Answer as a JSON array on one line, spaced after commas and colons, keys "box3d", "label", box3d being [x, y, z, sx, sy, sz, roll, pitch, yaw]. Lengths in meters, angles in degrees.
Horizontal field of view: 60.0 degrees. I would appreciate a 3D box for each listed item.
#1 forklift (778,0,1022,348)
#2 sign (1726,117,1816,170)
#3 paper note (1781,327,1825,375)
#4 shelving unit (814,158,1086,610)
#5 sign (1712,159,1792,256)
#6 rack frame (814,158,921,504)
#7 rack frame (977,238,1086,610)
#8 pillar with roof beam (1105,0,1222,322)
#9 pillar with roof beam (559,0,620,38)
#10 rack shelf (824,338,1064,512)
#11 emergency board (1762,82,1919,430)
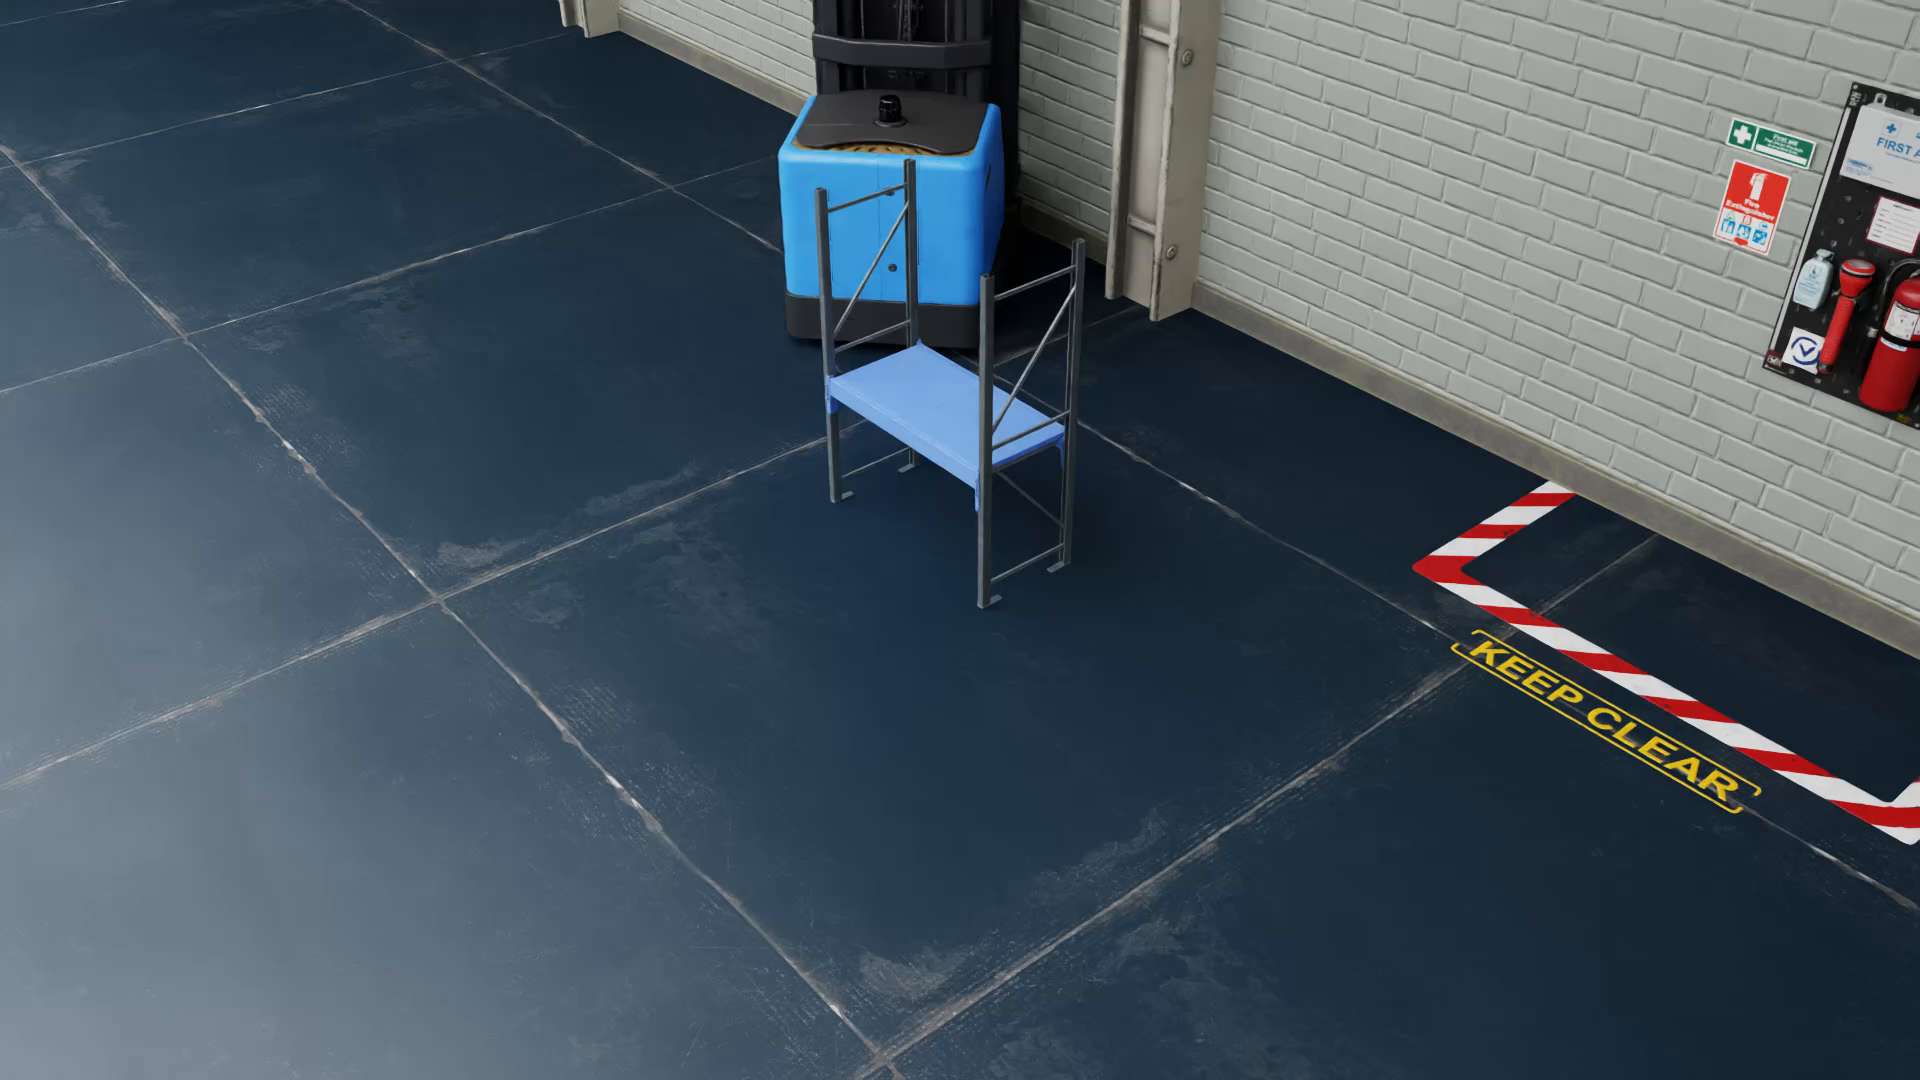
[{"box3d": [-0.207, -3.016, 8.972, 1.130, 2.935, 3.031, 4, 36, 6], "label": "forklift"}, {"box3d": [3.060, -1.499, 6.281, 0.001, 0.109, 0.331, -26, 43, -32], "label": "sign"}, {"box3d": [3.281, -0.735, 6.455, 0.016, 0.148, 0.142, -26, 43, -32], "label": "paper note"}, {"box3d": [-0.055, -0.650, 6.870, 0.538, 1.500, 1.048, -26, 43, -32], "label": "shelving unit"}, {"box3d": [3.064, -1.288, 6.442, 0.001, 0.329, 0.234, -26, 43, -32], "label": "sign"}, {"box3d": [-0.383, -0.874, 7.187, 0.500, 1.500, 0.032, -26, 43, -32], "label": "rack frame"}, {"box3d": [0.273, -0.425, 6.553, 0.500, 1.500, 0.032, -26, 43, -32], "label": "rack frame"}, {"box3d": [-2.253, -3.377, 4.232, 9.100, 9.000, 0.400, -26, 43, -32], "label": "pillar with roof beam"}, {"box3d": [-6.125, -6.026, 7.973, 9.100, 9.000, 0.400, -26, 43, -32], "label": "pillar with roof beam"}, {"box3d": [-0.055, -0.503, 6.974, 0.538, 0.185, 1.000, -26, 43, -32], "label": "rack shelf"}, {"box3d": [3.342, -0.991, 6.053, 0.194, 1.169, 0.643, -26, 43, -32], "label": "emergency board"}]
